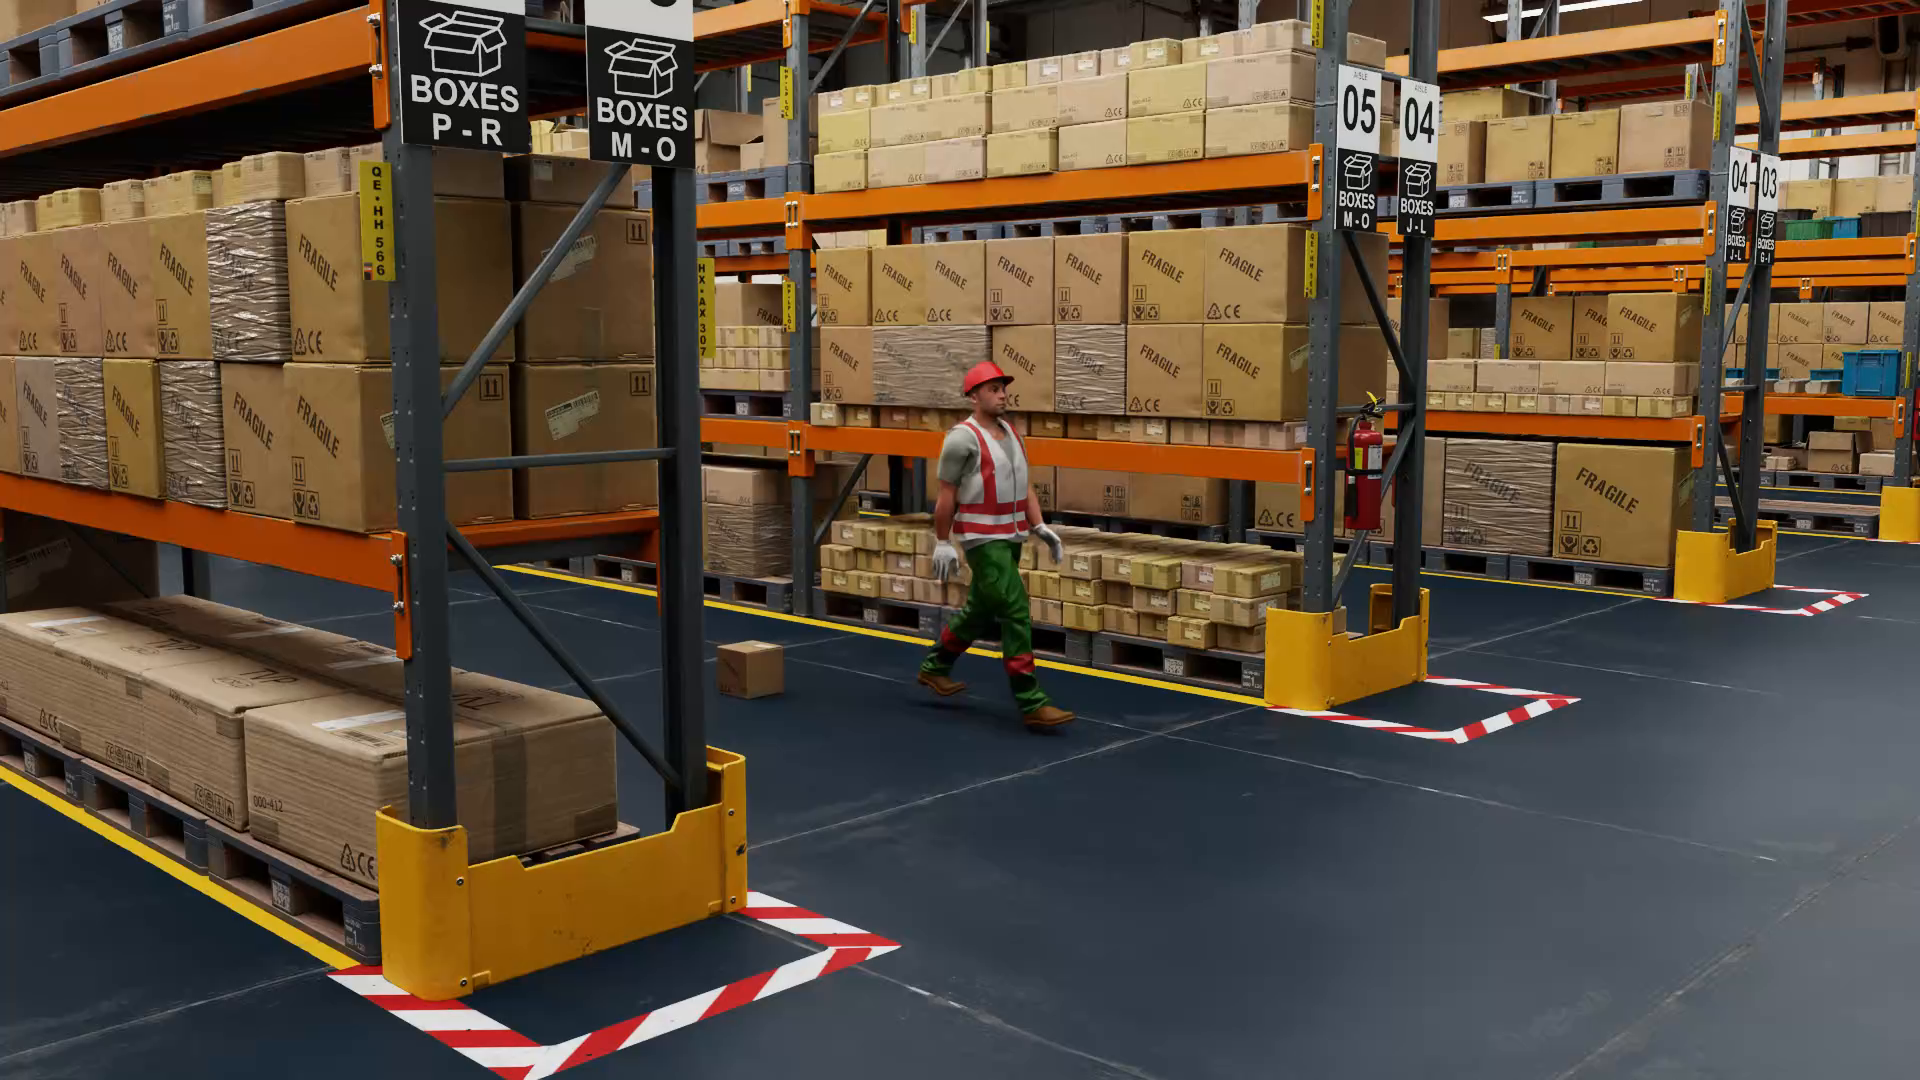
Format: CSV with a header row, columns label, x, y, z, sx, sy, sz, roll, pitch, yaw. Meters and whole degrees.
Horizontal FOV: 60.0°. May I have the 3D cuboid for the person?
label,x,y,z,sx,sy,sz,roll,pitch,yaw
person,0.181,0.005,8.145,1.056,1.747,0.529,5,9,35
